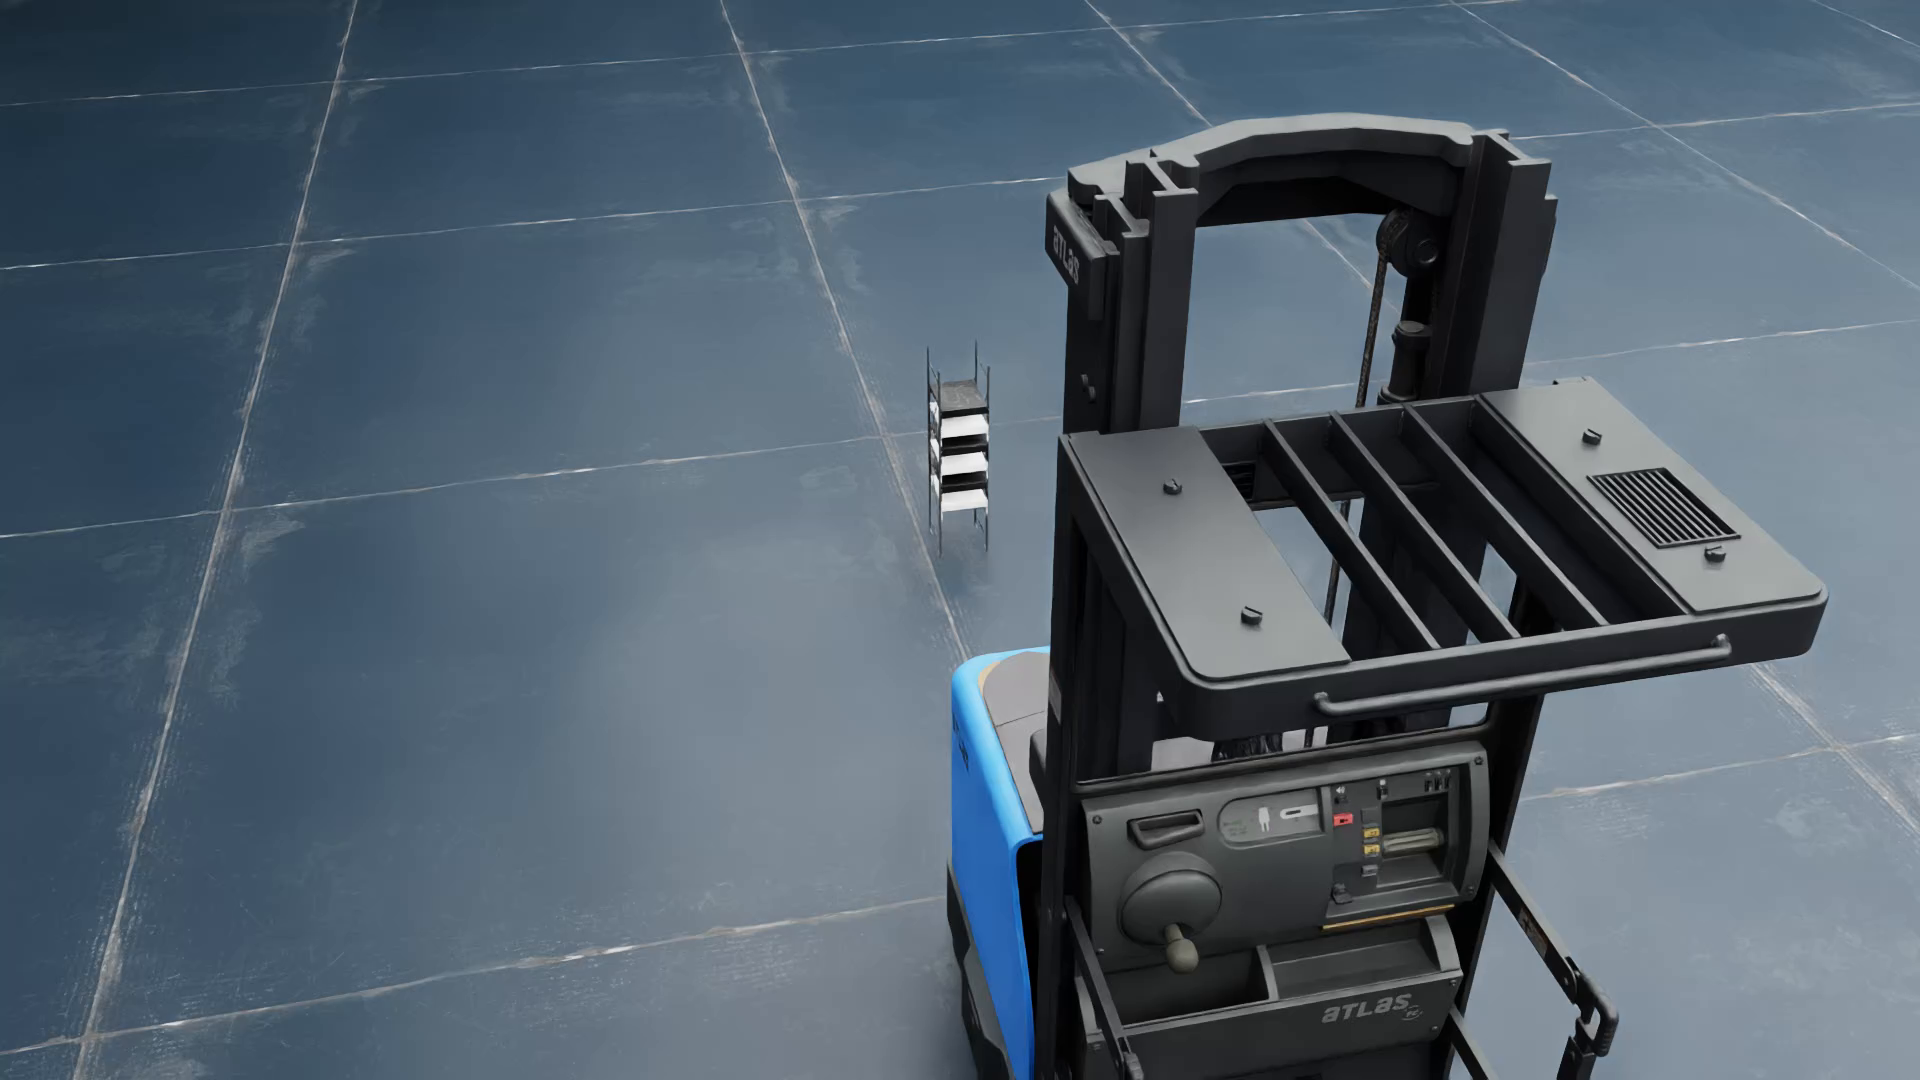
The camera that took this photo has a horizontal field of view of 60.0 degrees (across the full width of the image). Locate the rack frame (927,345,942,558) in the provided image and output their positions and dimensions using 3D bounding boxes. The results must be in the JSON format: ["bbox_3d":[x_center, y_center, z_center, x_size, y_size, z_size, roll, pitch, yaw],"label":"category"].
[{"bbox_3d":[-0.107,-0.360,6.979,0.006,0.900,0.240,-7,35,-11],"label":"rack frame"}]

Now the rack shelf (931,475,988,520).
[{"bbox_3d":[-0.008,-0.196,7.117,0.200,0.077,0.258,-7,35,-11],"label":"rack shelf"}]

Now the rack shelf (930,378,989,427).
[{"bbox_3d":[-0.008,-0.569,6.866,0.200,0.077,0.258,-7,35,-11],"label":"rack shelf"}]

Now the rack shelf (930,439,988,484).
[{"bbox_3d":[-0.008,-0.345,7.016,0.200,0.077,0.258,-7,35,-11],"label":"rack shelf"}]

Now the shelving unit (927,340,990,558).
[{"bbox_3d":[-0.008,-0.373,6.998,0.210,0.900,0.258,-7,35,-11],"label":"shelving unit"}]

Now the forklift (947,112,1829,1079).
[{"bbox_3d":[0.775,0.759,3.488,1.130,2.935,3.031,-7,34,-10],"label":"forklift"}]

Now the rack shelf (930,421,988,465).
[{"bbox_3d":[-0.008,-0.420,6.966,0.200,0.077,0.258,-7,35,-11],"label":"rack shelf"}]

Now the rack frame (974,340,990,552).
[{"bbox_3d":[0.091,-0.385,7.016,0.006,0.900,0.240,-7,35,-11],"label":"rack frame"}]

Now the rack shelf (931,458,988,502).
[{"bbox_3d":[-0.008,-0.270,7.066,0.200,0.077,0.258,-7,35,-11],"label":"rack shelf"}]

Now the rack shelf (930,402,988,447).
[{"bbox_3d":[-0.008,-0.494,6.916,0.200,0.077,0.258,-7,35,-11],"label":"rack shelf"}]
